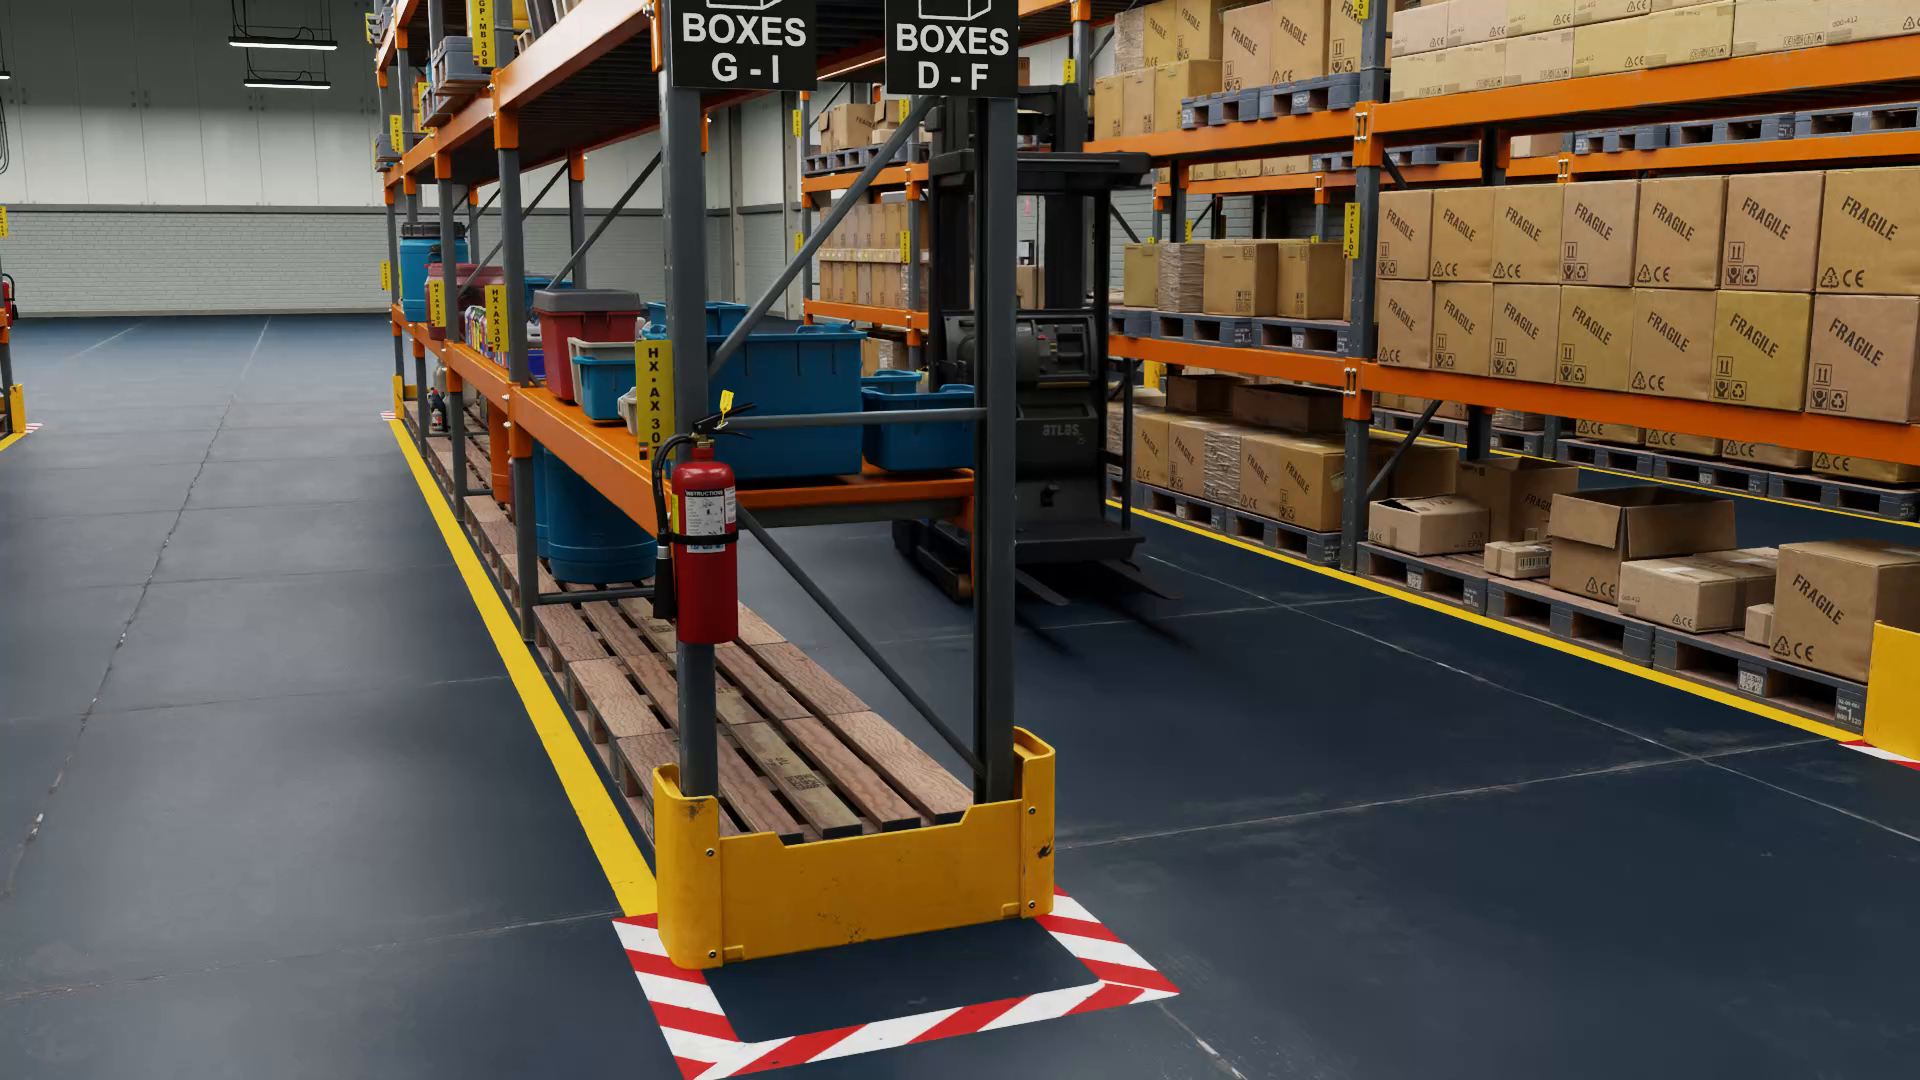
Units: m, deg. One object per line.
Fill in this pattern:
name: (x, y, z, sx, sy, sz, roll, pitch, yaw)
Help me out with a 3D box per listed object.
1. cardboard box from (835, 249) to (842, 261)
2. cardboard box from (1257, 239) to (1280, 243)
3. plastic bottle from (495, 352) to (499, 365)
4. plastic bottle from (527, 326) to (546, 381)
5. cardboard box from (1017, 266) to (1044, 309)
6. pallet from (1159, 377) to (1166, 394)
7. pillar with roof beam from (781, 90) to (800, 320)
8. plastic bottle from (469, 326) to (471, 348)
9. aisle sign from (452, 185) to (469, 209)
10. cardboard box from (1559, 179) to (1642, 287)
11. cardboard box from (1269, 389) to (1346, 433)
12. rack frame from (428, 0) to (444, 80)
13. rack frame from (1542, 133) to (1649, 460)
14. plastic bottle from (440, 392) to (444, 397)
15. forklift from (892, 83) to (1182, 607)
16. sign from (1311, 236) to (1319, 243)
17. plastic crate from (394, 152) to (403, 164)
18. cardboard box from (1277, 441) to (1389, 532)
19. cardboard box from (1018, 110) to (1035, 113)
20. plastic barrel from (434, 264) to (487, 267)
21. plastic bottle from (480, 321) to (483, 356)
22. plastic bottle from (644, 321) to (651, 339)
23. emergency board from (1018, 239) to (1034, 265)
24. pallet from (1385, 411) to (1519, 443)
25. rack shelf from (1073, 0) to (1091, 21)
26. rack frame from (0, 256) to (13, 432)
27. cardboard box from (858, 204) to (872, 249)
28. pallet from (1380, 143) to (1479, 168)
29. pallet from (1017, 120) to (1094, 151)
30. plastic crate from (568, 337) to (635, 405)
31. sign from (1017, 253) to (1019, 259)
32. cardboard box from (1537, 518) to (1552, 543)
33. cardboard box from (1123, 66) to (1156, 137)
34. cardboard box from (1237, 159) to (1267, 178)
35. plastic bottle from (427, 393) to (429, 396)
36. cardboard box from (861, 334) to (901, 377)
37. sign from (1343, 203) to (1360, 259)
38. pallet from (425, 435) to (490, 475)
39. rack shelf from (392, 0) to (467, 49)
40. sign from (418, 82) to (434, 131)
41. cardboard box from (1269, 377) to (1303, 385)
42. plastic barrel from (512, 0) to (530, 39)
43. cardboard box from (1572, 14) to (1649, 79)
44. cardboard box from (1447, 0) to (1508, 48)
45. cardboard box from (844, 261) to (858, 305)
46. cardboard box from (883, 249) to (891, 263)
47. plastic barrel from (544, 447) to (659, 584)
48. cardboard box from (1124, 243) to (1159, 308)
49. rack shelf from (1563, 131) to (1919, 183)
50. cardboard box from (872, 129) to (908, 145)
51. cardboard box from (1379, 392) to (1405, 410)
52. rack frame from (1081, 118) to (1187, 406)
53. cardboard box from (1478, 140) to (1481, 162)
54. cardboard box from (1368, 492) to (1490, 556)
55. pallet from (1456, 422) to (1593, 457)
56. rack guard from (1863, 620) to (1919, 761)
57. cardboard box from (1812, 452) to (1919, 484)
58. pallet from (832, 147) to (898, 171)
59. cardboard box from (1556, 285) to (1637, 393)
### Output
cardboard box: (-1.285, -3.429, 19.995, 0.380, 0.149, 0.250, -4, 11, -22)
cardboard box: (3.917, -3.369, 20.026, 0.500, 0.500, 0.500, -4, 11, -21)
plastic bottle: (-2.664, -1.175, 9.817, 0.152, 0.276, 0.135, -4, 11, -21)
plastic bottle: (-2.216, -0.974, 8.682, 0.152, 0.276, 0.135, -4, 11, -21)
cardboard box: (0.773, -2.280, 15.385, 0.500, 0.500, 0.500, -5, 11, -24)
pallet: (3.402, -2.058, 22.388, 1.003, 0.211, 1.213, -4, 11, -21)
pillar with roof beam: (-8.537, -10.117, 42.599, 9.100, 9.000, 0.548, -4, 11, -21)
plastic bottle: (-3.314, -1.418, 11.395, 0.097, 0.201, 0.097, 0, 10, 0)
aisle sign: (-5.870, -4.260, 19.381, 0.394, 0.787, 0.004, -4, 11, -21)
cardboard box: (3.316, -1.499, 8.141, 0.500, 0.500, 0.500, -4, 11, -19)
cardboard box: (2.535, -0.917, 11.752, 0.500, 0.250, 0.500, -4, 11, -21)
rack frame: (-3.222, -4.597, 11.570, 1.000, 3.000, 0.127, -4, 11, -21)
rack frame: (6.012, -2.272, 15.630, 1.000, 3.000, 0.127, -4, 11, -21)
plastic bottle: (-5.316, -1.380, 17.115, 0.061, 0.283, 0.133, -4, 11, -21)
forklift: (0.418, -1.168, 9.615, 1.130, 2.935, 3.031, -3, 10, -15)
sign: (4.059, -3.316, 19.024, 0.100, 0.325, 0.005, -4, 11, -21)
plastic crate: (-5.630, -3.880, 16.855, 0.243, 0.136, 0.396, -4, 11, -21)
cardboard box: (2.400, -0.353, 10.720, 0.500, 0.500, 0.500, -4, 11, -21)
cardboard box: (0.776, -3.816, 14.973, 0.500, 0.250, 0.500, -4, 11, -22)
plastic barrel: (-4.106, -2.003, 13.728, 0.433, 0.535, 0.433, 0, 10, 0)
plastic bottle: (-3.015, -1.318, 10.630, 0.097, 0.271, 0.097, 0, 10, 0)
plastic bottle: (-1.612, -1.051, 8.905, 0.144, 0.351, 0.185, -4, 11, -21)
emergency board: (1.139, -4.904, 30.425, 0.194, 1.169, 0.643, -4, 11, -21)
pallet: (5.292, -1.226, 17.710, 1.003, 0.211, 1.213, -4, 11, -21)
rack shelf: (2.121, -4.034, 11.597, 1.077, 0.370, 4.000, -4, 11, -21)
rack frame: (-10.737, -2.635, 17.670, 1.000, 3.000, 0.127, -4, 11, -21)
cardboard box: (-0.766, -3.616, 19.194, 0.700, 0.500, 0.500, -4, 11, -21)
pallet: (5.066, -4.033, 17.499, 1.213, 0.211, 1.003, -4, 11, -21)
pallet: (1.067, -3.446, 14.204, 1.213, 0.211, 1.003, -3, 11, -18)
plastic crate: (-1.391, -0.701, 6.963, 0.437, 0.282, 0.530, -4, 11, -21)
sign: (1.028, -5.278, 30.912, 0.001, 0.109, 0.331, -4, 11, -21)
cardboard box: (3.588, 0.000, 9.276, 0.500, 0.311, 0.500, -4, 11, -21)
cardboard box: (1.771, -3.331, 12.732, 0.910, 0.500, 0.500, -4, 11, -21)
cardboard box: (3.741, -4.699, 20.366, 0.500, 0.500, 0.500, -4, 11, -23)
plastic bottle: (-5.415, -1.370, 17.077, 0.152, 0.276, 0.135, -4, 11, -20)
cardboard box: (-0.975, -2.139, 19.390, 0.500, 0.500, 0.500, -4, 11, -21)
sign: (2.330, -1.839, 9.886, 0.100, 0.325, 0.005, -4, 11, -21)
pallet: (-4.351, -0.798, 15.304, 1.003, 0.211, 1.213, -4, 11, -21)
rack shelf: (-3.947, -4.373, 13.504, 1.077, 0.370, 4.000, -4, 11, -21)
sign: (-3.732, -3.033, 11.639, 0.100, 0.325, 0.005, -4, 11, -21)
cardboard box: (4.149, -2.078, 20.419, 0.500, 0.500, 0.500, -5, 11, -25)
plastic barrel: (-2.292, -2.903, 8.874, 0.600, 0.588, 0.600, 0, 10, 0)
cardboard box: (3.333, -2.367, 8.028, 0.500, 0.250, 0.500, -4, 11, -21)
cardboard box: (2.973, -2.777, 8.903, 0.500, 0.250, 0.500, -4, 11, -21)
cardboard box: (-0.976, -3.069, 19.821, 0.700, 0.500, 0.500, -4, 11, -21)
cardboard box: (-0.633, -3.136, 18.345, 0.380, 0.149, 0.250, -4, 11, -21)
plastic barrel: (-1.954, -0.254, 9.078, 0.600, 0.901, 0.708, -4, 11, -21)
cardboard box: (1.730, -2.118, 13.276, 0.700, 0.500, 0.500, -9, 13, -40)
rack shelf: (6.737, -3.069, 13.595, 1.077, 0.370, 4.000, -4, 11, -21)
cardboard box: (-0.745, -4.419, 18.250, 0.380, 0.149, 0.250, -4, 11, -21)
cardboard box: (5.079, -1.711, 18.355, 0.700, 0.500, 0.500, -4, 11, -22)
rack frame: (1.396, -1.957, 13.860, 1.000, 3.000, 0.127, -4, 11, -21)
cardboard box: (5.629, -4.027, 16.579, 0.797, 0.503, 0.637, -2, 10, -13)
cardboard box: (2.796, -0.115, 9.924, 0.500, 0.311, 0.500, -4, 11, -21)
pallet: (5.730, -1.027, 16.592, 1.003, 0.211, 1.213, -4, 11, -21)
rack guard: (4.268, 0.567, 6.807, 1.175, 0.500, 0.348, -4, 11, -21)
cardboard box: (7.105, -0.866, 12.661, 0.750, 0.750, 0.750, -4, 11, -20)
pallet: (-0.825, -4.380, 19.166, 1.003, 0.211, 1.213, -4, 11, -21)
cardboard box: (3.330, -1.005, 8.221, 0.500, 0.500, 0.500, -4, 11, -22)
